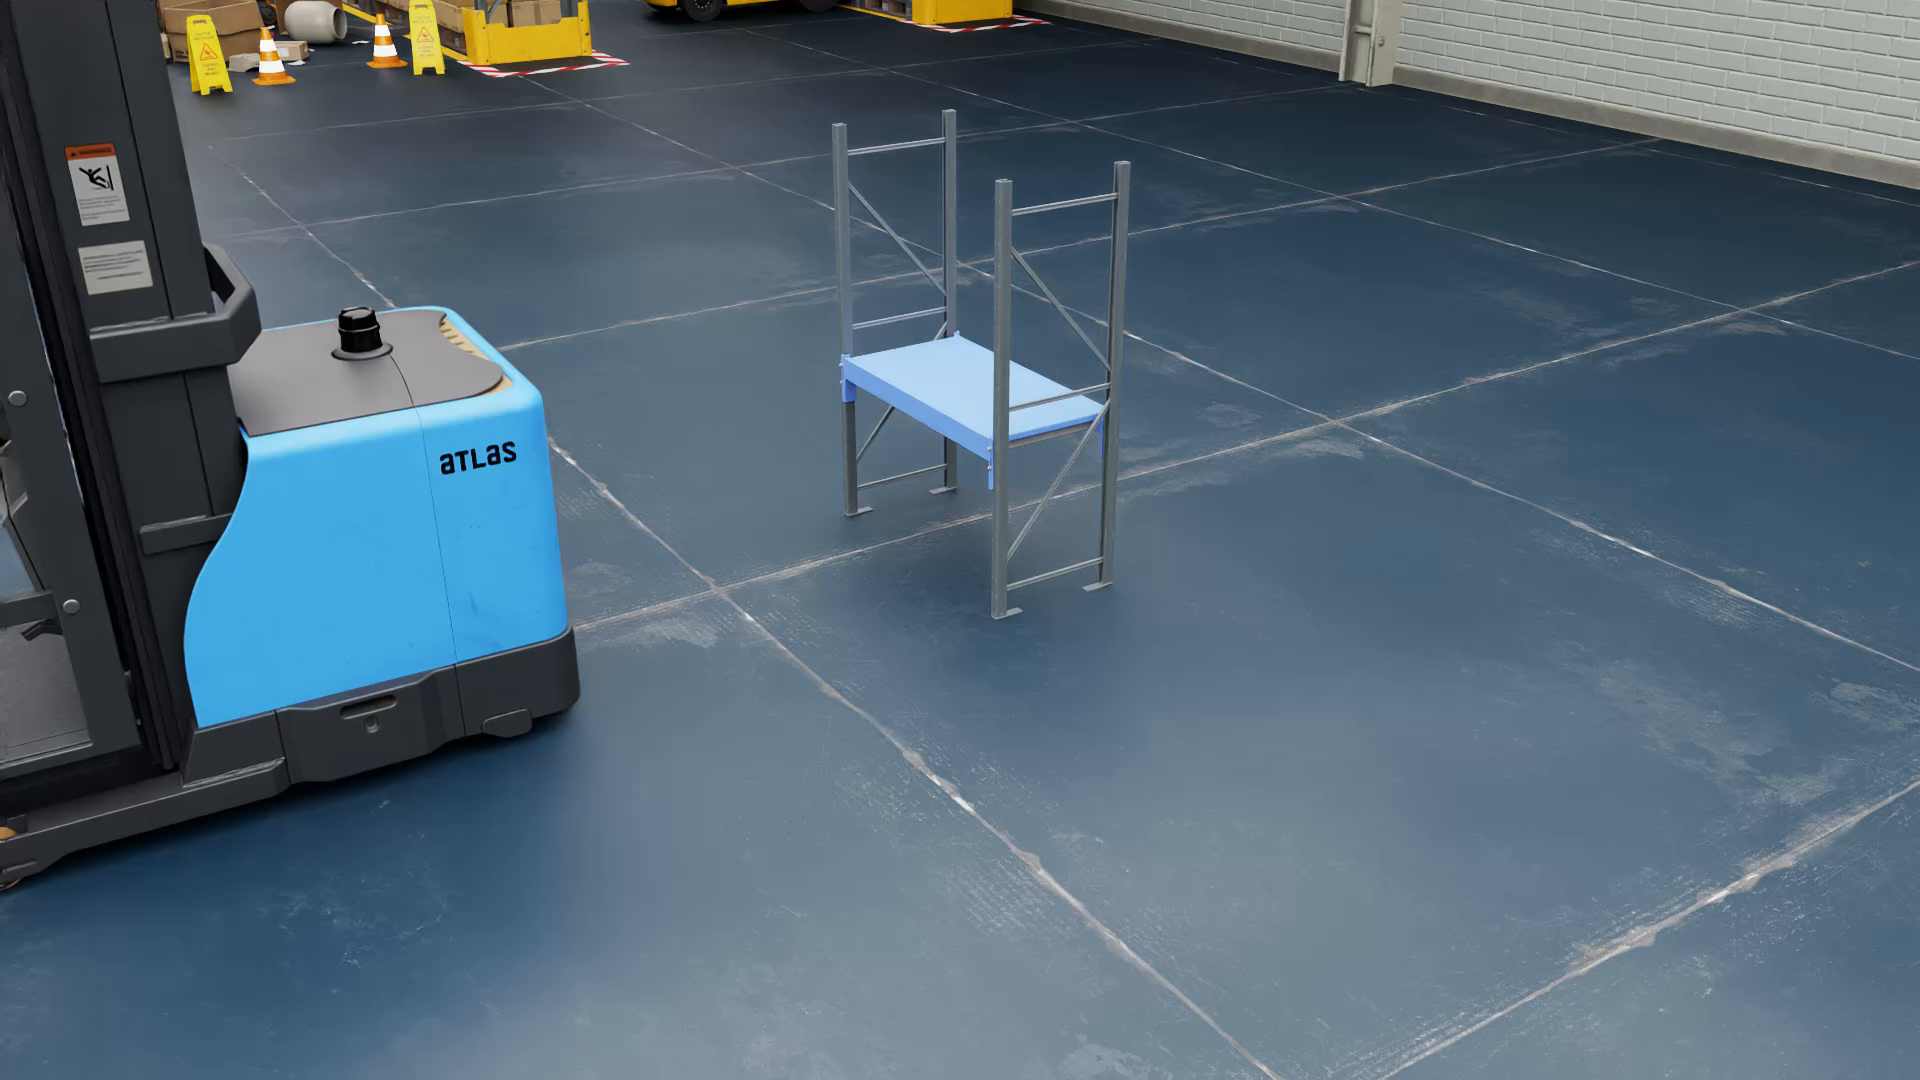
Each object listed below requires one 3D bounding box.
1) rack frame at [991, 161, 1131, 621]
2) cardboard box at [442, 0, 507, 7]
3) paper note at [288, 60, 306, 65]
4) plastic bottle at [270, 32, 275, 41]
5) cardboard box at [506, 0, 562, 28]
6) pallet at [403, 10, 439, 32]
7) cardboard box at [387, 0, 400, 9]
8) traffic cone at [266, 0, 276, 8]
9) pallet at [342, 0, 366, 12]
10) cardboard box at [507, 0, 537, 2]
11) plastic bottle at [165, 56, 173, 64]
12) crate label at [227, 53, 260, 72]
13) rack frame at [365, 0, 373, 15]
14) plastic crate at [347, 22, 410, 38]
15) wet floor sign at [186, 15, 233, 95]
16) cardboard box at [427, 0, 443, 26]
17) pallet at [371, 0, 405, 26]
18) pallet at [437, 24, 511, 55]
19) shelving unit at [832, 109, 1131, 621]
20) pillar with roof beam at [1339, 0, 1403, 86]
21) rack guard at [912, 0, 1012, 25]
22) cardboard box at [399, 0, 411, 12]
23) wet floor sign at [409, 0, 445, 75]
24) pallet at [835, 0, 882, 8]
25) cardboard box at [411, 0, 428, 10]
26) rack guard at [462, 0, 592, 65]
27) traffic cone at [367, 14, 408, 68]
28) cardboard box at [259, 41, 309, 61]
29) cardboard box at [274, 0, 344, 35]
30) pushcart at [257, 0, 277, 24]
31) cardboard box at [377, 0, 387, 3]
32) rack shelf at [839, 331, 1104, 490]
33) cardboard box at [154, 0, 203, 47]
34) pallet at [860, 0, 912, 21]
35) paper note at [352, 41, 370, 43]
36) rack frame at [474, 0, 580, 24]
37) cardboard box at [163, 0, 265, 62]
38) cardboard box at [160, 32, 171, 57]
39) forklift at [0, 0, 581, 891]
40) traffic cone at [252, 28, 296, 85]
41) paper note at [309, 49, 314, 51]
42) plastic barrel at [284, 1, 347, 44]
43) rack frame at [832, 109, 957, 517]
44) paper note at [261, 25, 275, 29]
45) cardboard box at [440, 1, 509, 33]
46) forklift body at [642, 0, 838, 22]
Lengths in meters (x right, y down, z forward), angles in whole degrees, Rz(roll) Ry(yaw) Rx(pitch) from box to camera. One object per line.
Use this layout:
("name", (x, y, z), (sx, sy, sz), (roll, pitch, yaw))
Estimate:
("rack frame", (0.324, -0.466, 5.480), (0.500, 1.500, 0.032), (-16, 29, -30))
("cardboard box", (-4.794, -5.539, 16.320), (0.500, 0.500, 0.500), (-15, 29, -29))
("paper note", (-6.322, -4.559, 15.872), (0.142, 0.019, 0.148), (18, 31, 33))
("plastic bottle", (-7.189, -5.231, 17.259), (0.133, 0.061, 0.283), (-10, 27, -21))
("cardboard box", (-4.347, -5.327, 16.750), (0.500, 0.250, 0.500), (-16, 30, -30))
("pallet", (-5.255, -5.529, 17.714), (1.003, 0.211, 1.213), (-16, 29, -30))
("cardboard box", (-5.925, -5.943, 18.054), (0.500, 0.250, 0.500), (-14, 29, -27))
("traffic cone", (-8.172, -6.429, 19.325), (0.336, 0.463, 0.334), (-16, 29, -30))
("pallet", (-6.748, -6.476, 19.720), (1.003, 0.211, 1.213), (-16, 29, -30))
("cardboard box", (-4.360, -5.675, 16.608), (0.500, 0.500, 0.500), (-17, 30, -31))
("plastic bottle", (-7.672, -4.599, 15.921), (0.283, 0.061, 0.133), (18, 31, 33))
("crate label", (-6.679, -4.473, 15.564), (0.298, 0.136, 0.250), (12, 28, 24))
("rack frame", (-6.322, -7.458, 18.536), (1.000, 3.000, 0.127), (-16, 29, -30))
("plastic crate", (-6.152, -5.386, 17.564), (0.583, 0.080, 0.402), (18, 31, 33))
("wet floor sign", (-6.556, -4.224, 14.443), (0.267, 0.644, 0.232), (-22, 33, -38))
("cardboard box", (-5.081, -5.388, 16.878), (0.500, 0.250, 0.500), (-15, 29, -29))
("pallet", (-5.926, -5.965, 18.639), (1.003, 0.211, 1.213), (-16, 29, -30))
("pallet", (-4.594, -5.093, 16.791), (1.003, 0.211, 1.213), (-16, 29, -30))
("shelving unit", (0.047, -0.648, 5.865), (0.538, 1.500, 1.048), (-16, 29, -30))
("pillar with roof beam", (0.062, -7.208, 10.979), (9.100, 9.000, 0.400), (-16, 29, -30))
("rack guard", (0.032, -6.047, 18.473), (1.175, 0.500, 0.348), (-16, 29, -30))
("cardboard box", (-5.633, -5.754, 17.653), (0.500, 0.250, 0.500), (-16, 30, -30))
("wet floor sign", (-4.931, -4.646, 15.335), (0.267, 0.644, 0.232), (-6, 26, -12))
("pallet", (-1.096, -6.625, 20.035), (1.003, 0.211, 1.213), (-16, 29, -30))
("cardboard box", (-5.371, -5.574, 17.272), (0.500, 0.250, 0.500), (-17, 30, -31))
("rack guard", (-4.180, -4.925, 16.096), (1.175, 0.500, 0.348), (-16, 29, -30))
("traffic cone", (-5.454, -4.734, 15.735), (0.336, 0.463, 0.334), (-16, 29, -30))
("cardboard box", (-6.546, -4.736, 16.109), (0.380, 0.149, 0.250), (-1, 25, -3))
("cardboard box", (-6.877, -5.629, 17.585), (0.500, 0.500, 0.500), (3, 25, 6))
("pushcart", (-8.205, -5.723, 17.932), (0.936, 0.377, 1.648), (18, 31, 33))
("cardboard box", (-6.226, -6.131, 18.453), (0.500, 0.250, 0.500), (-17, 30, -32))
("rack shelf", (0.047, -0.485, 5.942), (0.538, 0.185, 1.000), (-16, 29, -30))
("cardboard box", (-7.736, -5.331, 16.794), (0.797, 0.637, 0.503), (-16, 29, -30))
("pallet", (-0.434, -6.189, 19.112), (1.003, 0.211, 1.213), (-16, 29, -30))
("paper note", (-6.132, -5.104, 17.026), (0.148, 0.019, 0.142), (18, 31, 33))
("rack frame", (-4.138, -6.028, 15.505), (1.000, 3.000, 0.127), (-16, 29, -30))
("cardboard box", (-7.218, -4.937, 16.119), (0.637, 0.503, 0.797), (7, 26, 15))
("cardboard box", (-7.933, -4.847, 16.206), (0.396, 0.266, 0.258), (-10, 27, -21))
("forklift", (-2.688, -0.627, 4.144), (3.031, 2.935, 1.130), (-14, 29, -28))
("traffic cone", (-6.198, -4.353, 14.930), (0.336, 0.463, 0.334), (-16, 29, -30))
("paper note", (-6.474, -4.892, 16.602), (0.032, 0.001, 0.123), (-16, 29, -30))
("plastic barrel", (-6.534, -5.249, 16.872), (0.512, 0.421, 0.421), (3, 25, 6))
("rack frame", (-0.231, -0.830, 6.250), (0.500, 1.500, 0.032), (-16, 29, -30))
("paper note", (-7.462, -5.529, 17.926), (0.148, 0.019, 0.142), (-16, 29, -30))
("cardboard box", (-4.818, -5.209, 16.500), (0.500, 0.250, 0.500), (-16, 29, -30))
("forklift body", (-2.545, -7.055, 18.675), (2.313, 2.155, 1.214), (-16, 29, -30))
